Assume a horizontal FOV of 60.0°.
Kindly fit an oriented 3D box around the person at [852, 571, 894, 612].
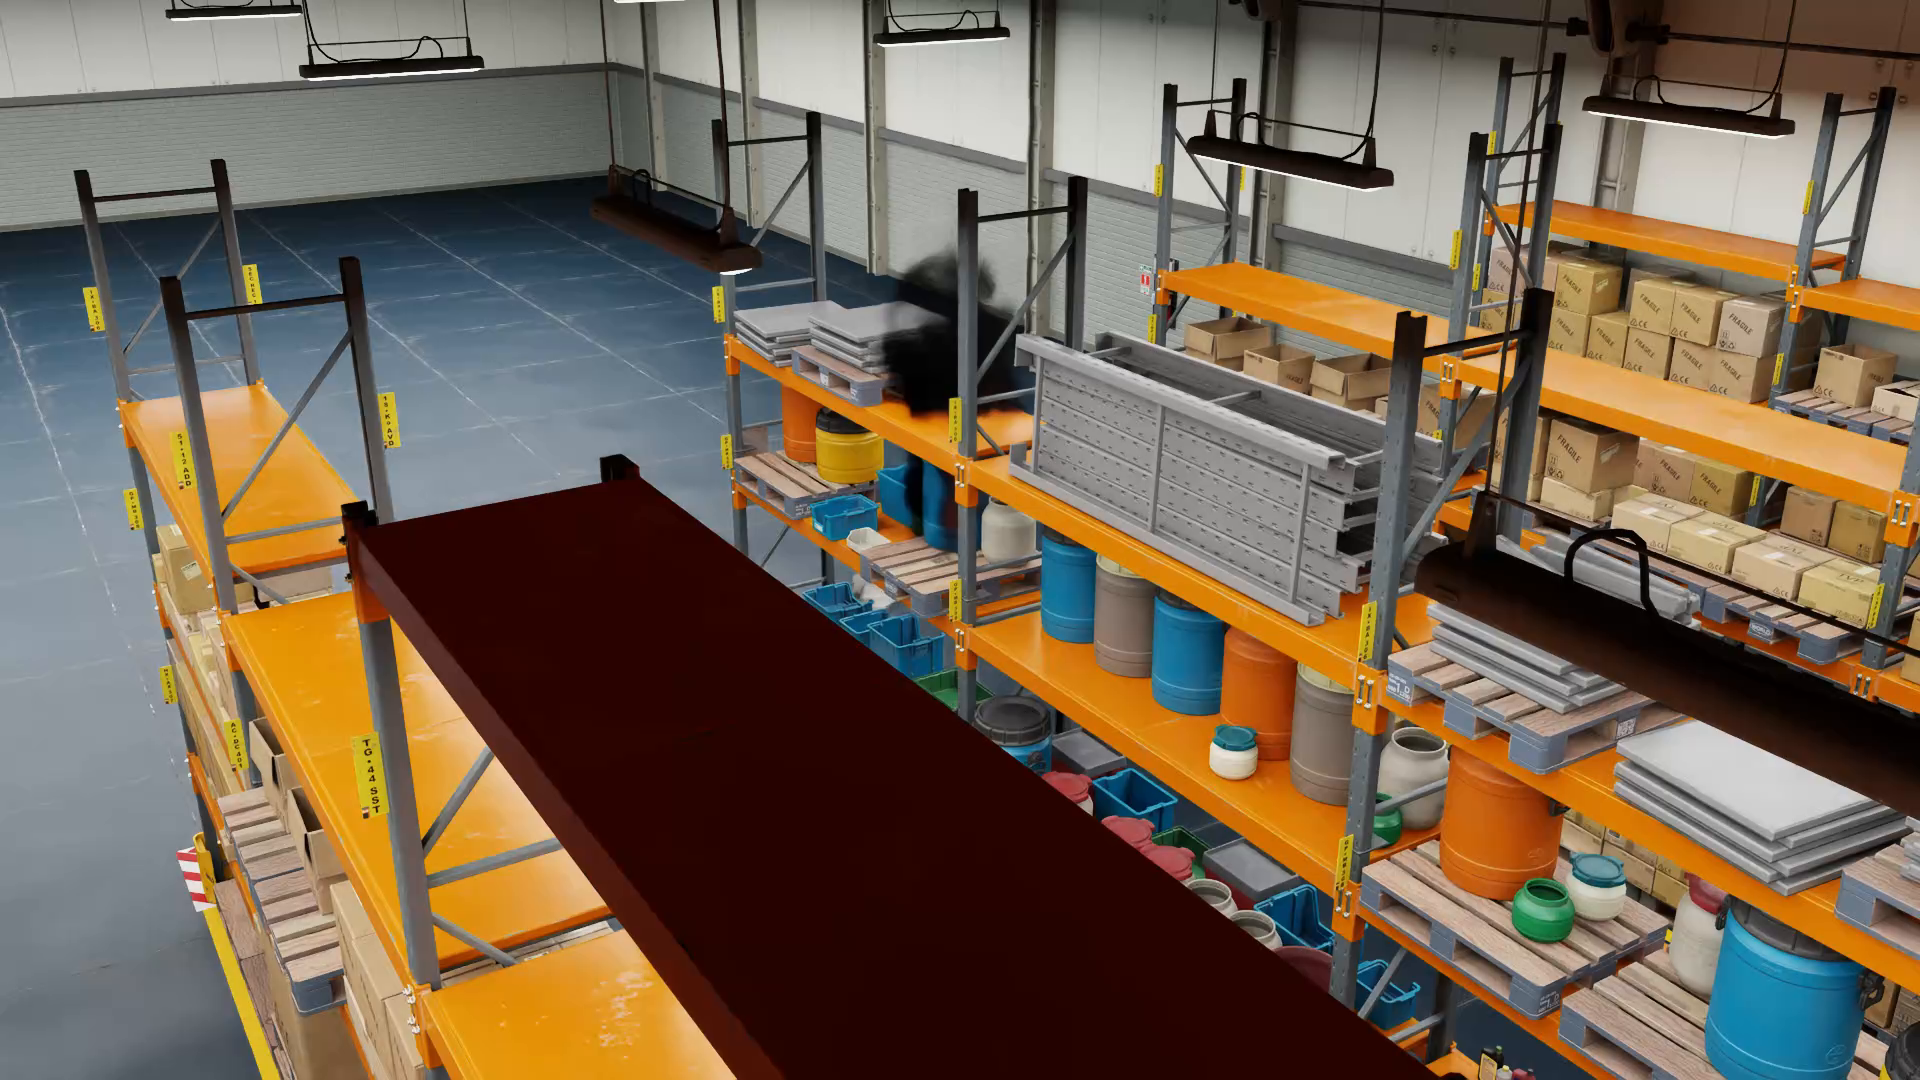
[{"bbox_3d":[-0.870,0.669,17.436,0.658,1.741,0.703,17,27,36],"label":"person"}]
